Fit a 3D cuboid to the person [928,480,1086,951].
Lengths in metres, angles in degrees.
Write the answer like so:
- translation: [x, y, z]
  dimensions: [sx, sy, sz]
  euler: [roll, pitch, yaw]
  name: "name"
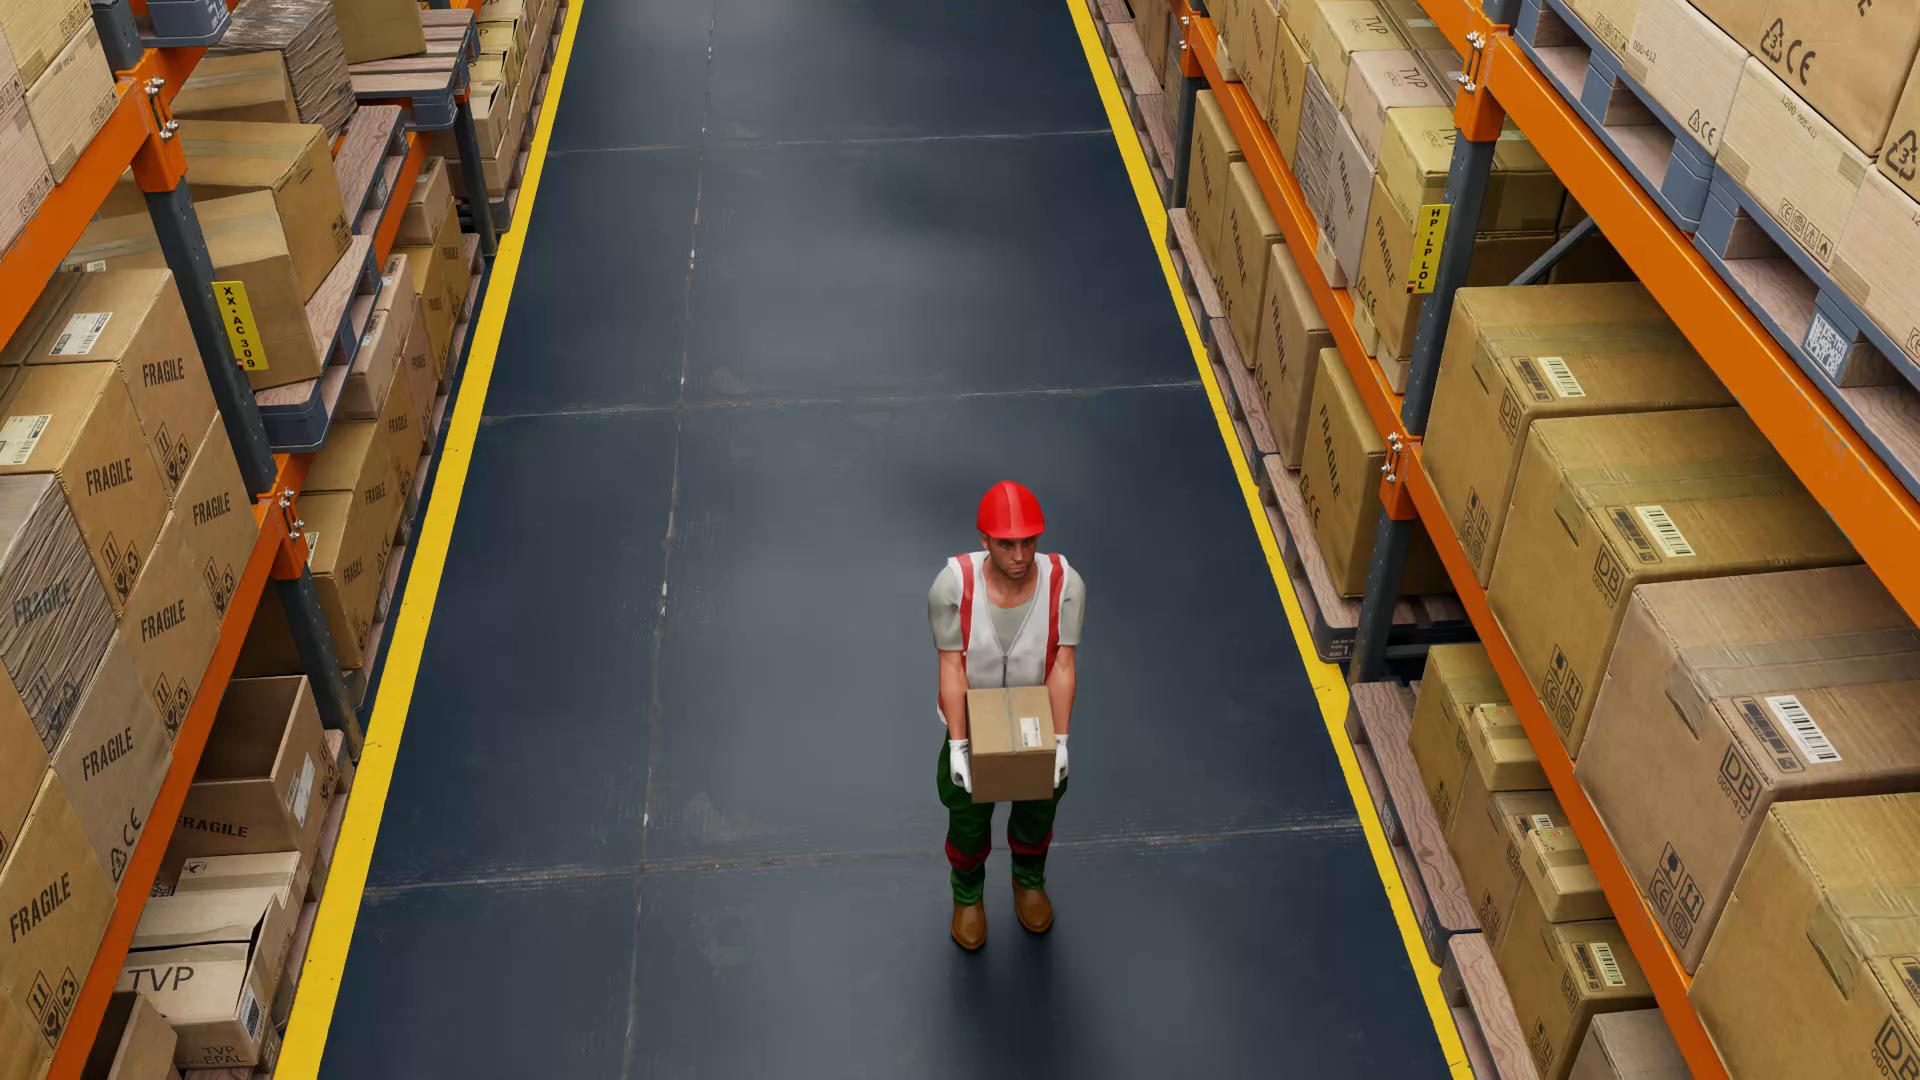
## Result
- translation: [0.155, 0.647, 5.334]
  dimensions: [0.493, 1.782, 0.570]
  euler: [-3, 39, -3]
  name: "person"
